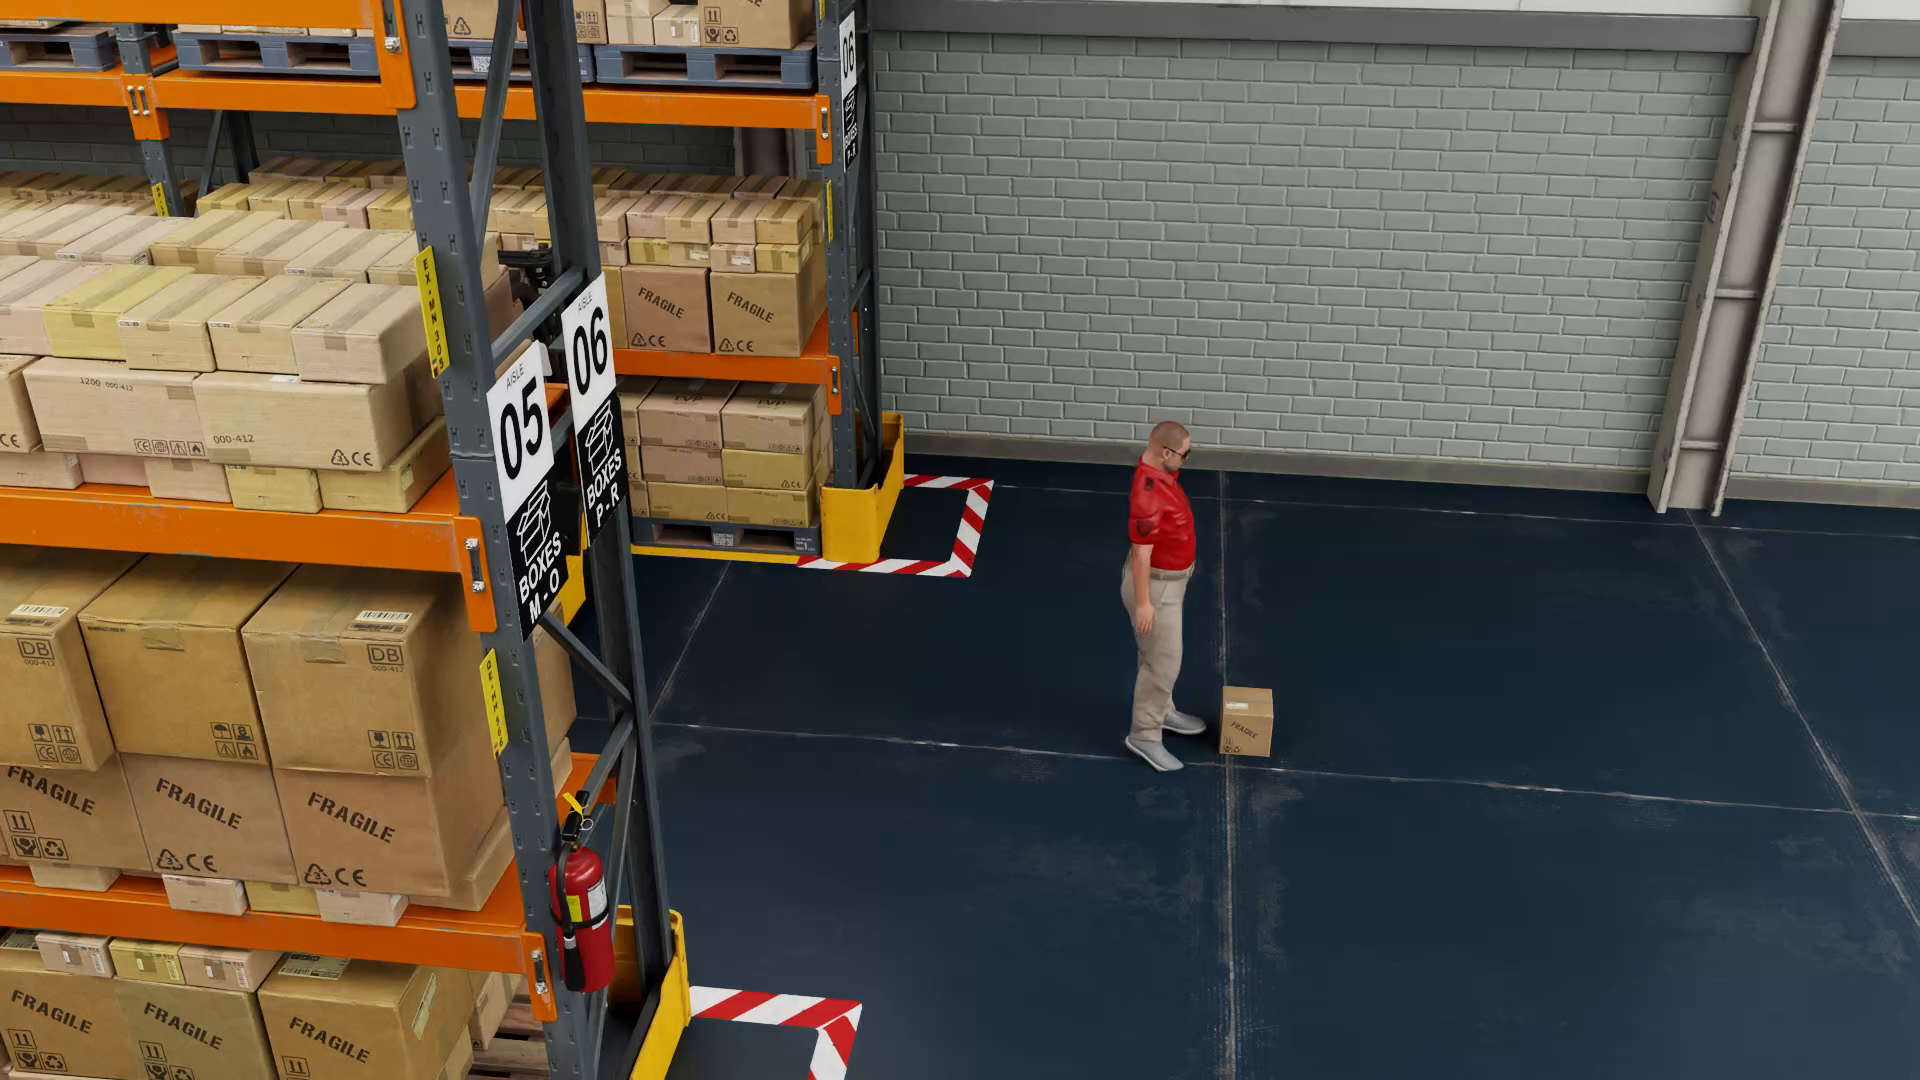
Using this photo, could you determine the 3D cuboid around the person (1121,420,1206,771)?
[{"bbox_3d":[1.026,0.261,8.174,0.477,1.783,0.605,3,28,6],"label":"person"}]
